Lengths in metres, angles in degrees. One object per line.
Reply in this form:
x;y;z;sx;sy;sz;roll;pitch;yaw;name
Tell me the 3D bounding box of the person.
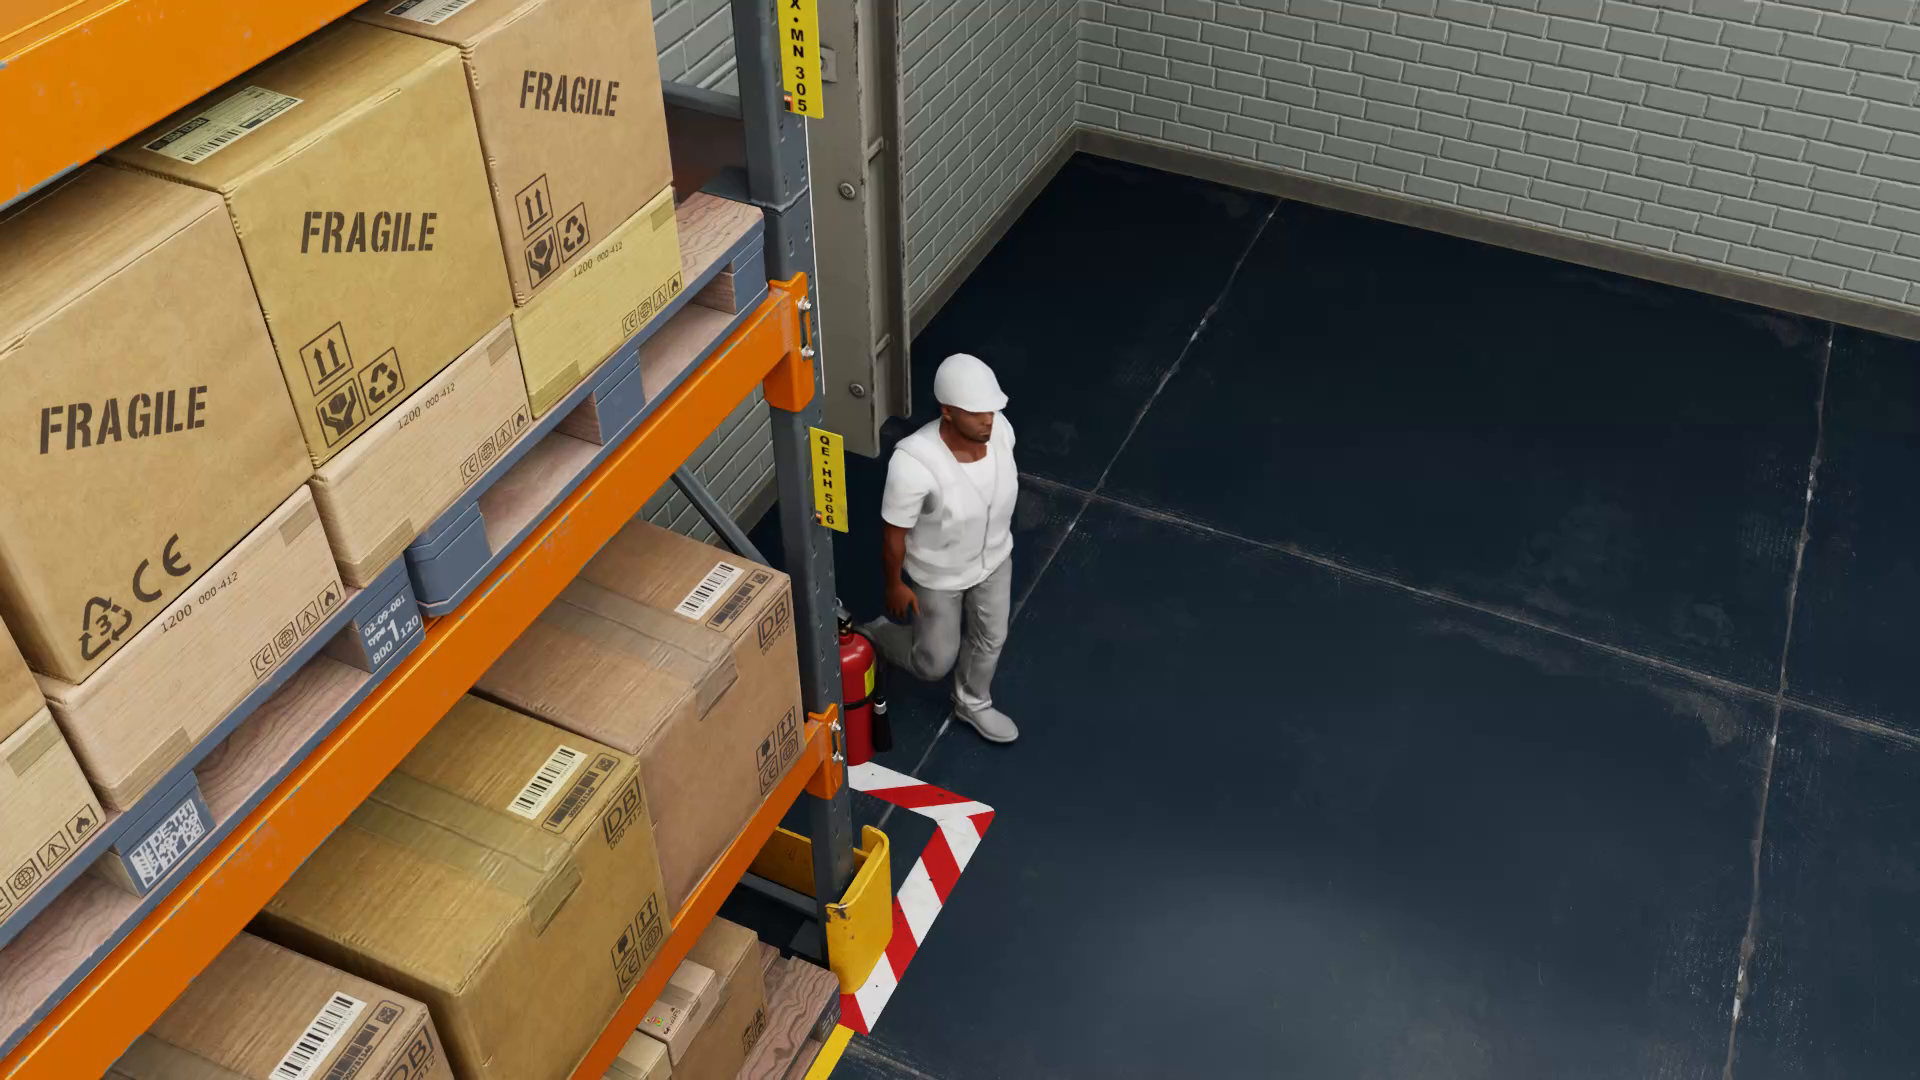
-0.080;0.028;6.093;0.582;1.751;0.680;-30;50;-29;person
